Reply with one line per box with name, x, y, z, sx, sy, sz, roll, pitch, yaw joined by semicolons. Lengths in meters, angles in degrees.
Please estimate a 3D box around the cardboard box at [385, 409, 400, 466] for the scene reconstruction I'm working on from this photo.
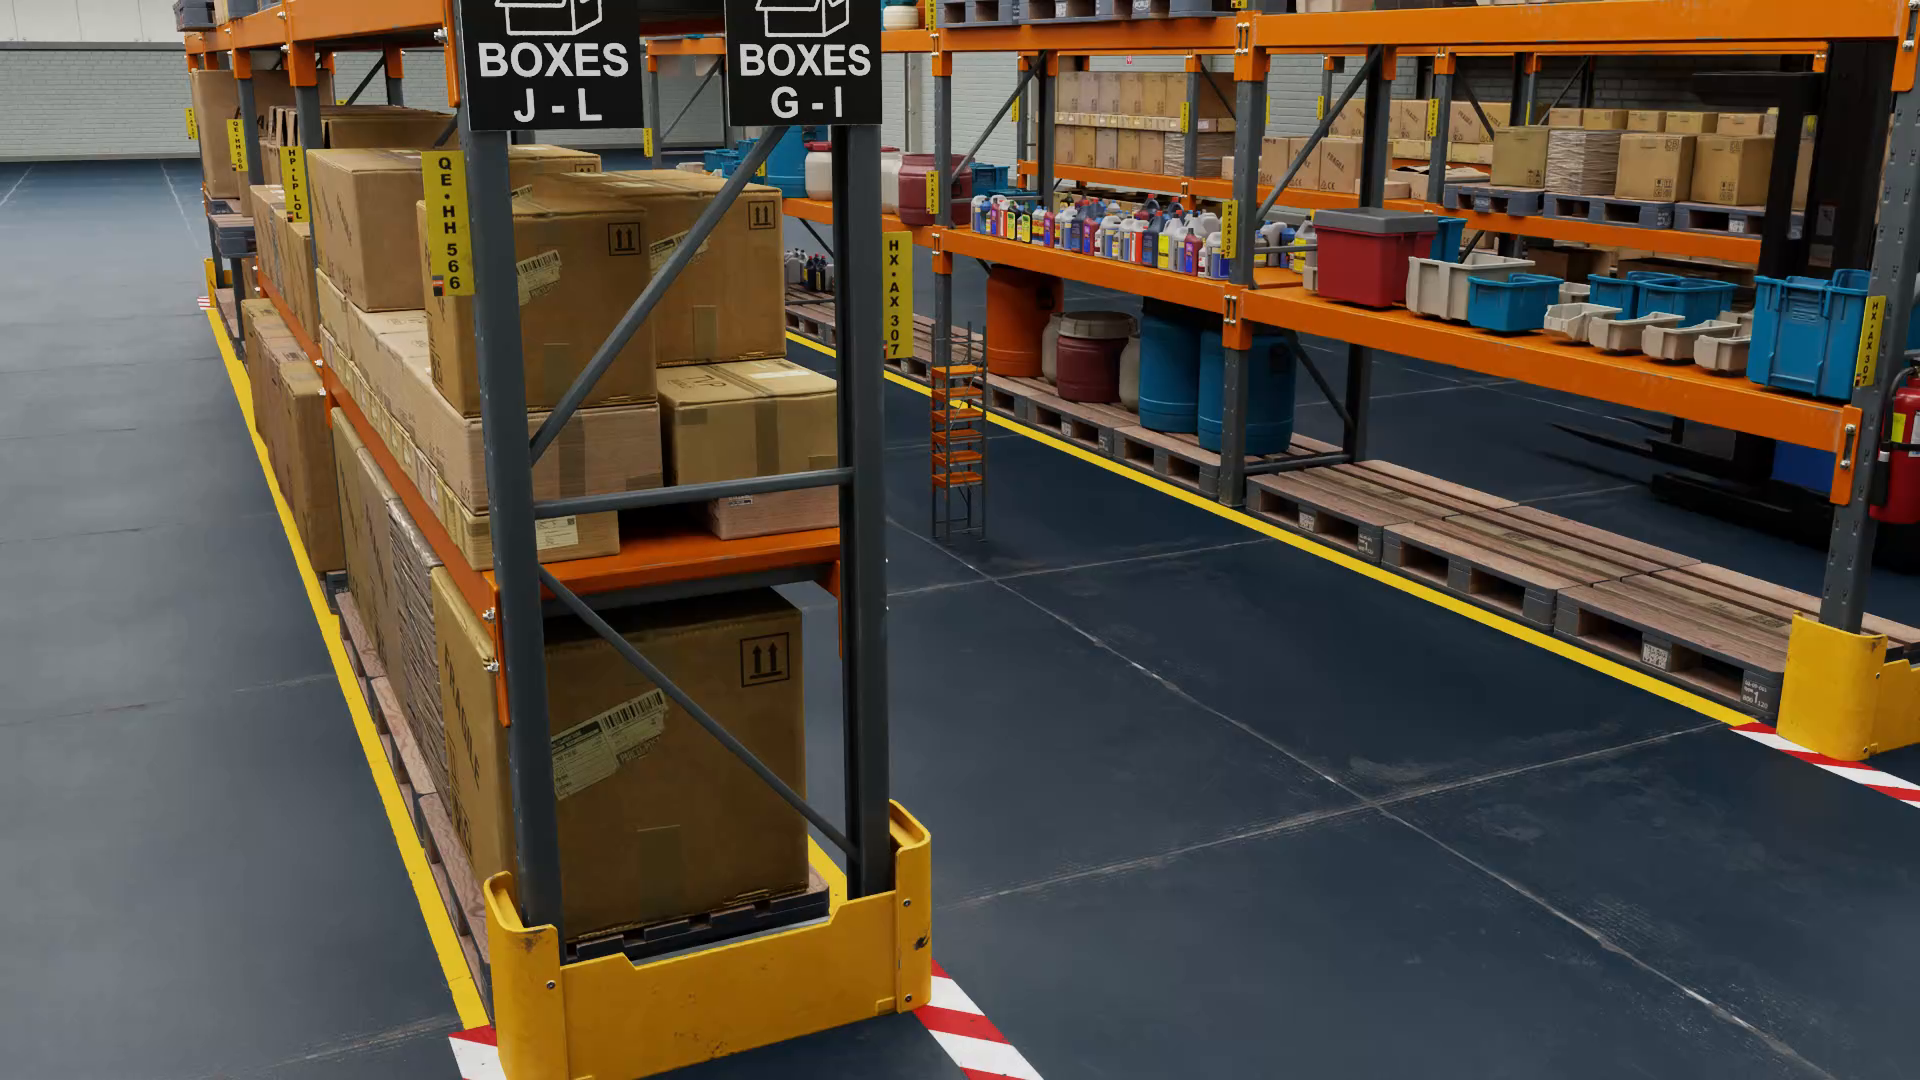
cardboard box;-1.685;-0.357;5.514;0.380;0.149;0.250;-8;18;-25

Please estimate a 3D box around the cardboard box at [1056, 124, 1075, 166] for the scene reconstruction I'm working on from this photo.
cardboard box;1.654;-5.077;21.323;0.700;0.500;0.500;-7;17;-23

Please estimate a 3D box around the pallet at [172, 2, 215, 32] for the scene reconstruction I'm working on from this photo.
pallet;-5.753;-4.273;13.607;1.213;0.211;1.003;-8;18;-25

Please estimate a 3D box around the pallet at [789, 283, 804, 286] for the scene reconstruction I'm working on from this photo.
pallet;-2.270;-2.821;18.697;1.003;0.211;1.213;-8;18;-25

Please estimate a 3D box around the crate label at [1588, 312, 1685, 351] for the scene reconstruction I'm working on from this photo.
crate label;3.004;-0.933;7.433;0.396;0.136;0.243;-8;18;-25

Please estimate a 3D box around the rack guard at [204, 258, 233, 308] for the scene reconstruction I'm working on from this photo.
rack guard;-7.646;-2.859;18.308;1.175;0.500;0.348;-8;18;-25

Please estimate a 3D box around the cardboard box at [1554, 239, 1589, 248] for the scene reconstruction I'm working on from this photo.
cardboard box;7.768;-3.713;20.485;0.700;0.500;0.500;-7;17;-23

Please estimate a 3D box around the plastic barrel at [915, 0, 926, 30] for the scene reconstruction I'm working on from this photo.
plastic barrel;-0.174;-4.735;14.095;0.600;0.830;0.708;-8;18;-25

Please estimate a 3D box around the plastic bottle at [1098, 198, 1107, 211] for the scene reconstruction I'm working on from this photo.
plastic bottle;1.059;-2.448;12.575;0.097;0.271;0.097;0;16;0

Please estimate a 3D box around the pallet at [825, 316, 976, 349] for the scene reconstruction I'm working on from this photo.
pallet;-0.558;-1.853;15.325;1.003;0.211;1.213;-8;18;-25

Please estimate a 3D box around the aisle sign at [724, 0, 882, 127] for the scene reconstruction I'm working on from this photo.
aisle sign;-0.369;-1.380;3.910;0.394;0.787;0.004;-8;18;-25

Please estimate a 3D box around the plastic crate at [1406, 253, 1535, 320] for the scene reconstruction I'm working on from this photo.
plastic crate;2.533;-1.274;8.357;0.437;0.282;0.530;-8;18;-25

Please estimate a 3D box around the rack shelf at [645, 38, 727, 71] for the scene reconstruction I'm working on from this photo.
rack shelf;-2.351;-5.278;18.072;1.077;0.370;4.000;-8;18;-25

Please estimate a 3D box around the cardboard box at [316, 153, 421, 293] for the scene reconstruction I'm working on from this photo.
cardboard box;-2.234;-1.263;6.586;0.500;0.500;0.500;-8;18;-25

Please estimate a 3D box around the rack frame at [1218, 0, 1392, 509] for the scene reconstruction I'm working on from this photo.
rack frame;2.030;-1.703;9.746;1.000;3.000;0.127;-8;18;-25

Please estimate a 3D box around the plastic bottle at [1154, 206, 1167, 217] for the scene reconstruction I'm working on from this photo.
plastic bottle;1.424;-2.220;11.760;0.061;0.283;0.133;-8;18;-25

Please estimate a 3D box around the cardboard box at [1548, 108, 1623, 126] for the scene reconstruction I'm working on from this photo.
cardboard box;7.623;-5.013;20.302;0.700;0.500;0.500;-8;18;-25

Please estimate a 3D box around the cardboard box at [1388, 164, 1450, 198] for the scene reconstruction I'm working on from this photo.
cardboard box;4.514;-3.495;16.152;0.500;0.311;0.500;-8;18;-26

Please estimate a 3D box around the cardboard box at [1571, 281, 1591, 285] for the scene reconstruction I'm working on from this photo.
cardboard box;5.579;-1.970;14.412;0.500;0.500;0.500;-8;18;-27

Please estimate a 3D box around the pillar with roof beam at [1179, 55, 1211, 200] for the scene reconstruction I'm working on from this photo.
pillar with roof beam;0.264;-9.657;26.590;9.100;9.000;0.400;-8;18;-25

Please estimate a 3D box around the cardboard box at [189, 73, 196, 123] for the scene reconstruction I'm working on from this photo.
cardboard box;-7.684;-4.582;17.246;0.500;0.500;0.500;-8;18;-25

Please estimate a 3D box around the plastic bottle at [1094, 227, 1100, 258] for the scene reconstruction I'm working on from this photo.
plastic bottle;0.950;-1.998;11.135;0.097;0.201;0.097;0;16;0

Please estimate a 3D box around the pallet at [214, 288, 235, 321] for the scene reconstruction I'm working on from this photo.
pallet;-7.322;-2.515;17.631;1.003;0.211;1.213;-8;18;-25

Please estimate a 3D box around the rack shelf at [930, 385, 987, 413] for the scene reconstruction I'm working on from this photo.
rack shelf;-0.006;-0.768;9.044;0.258;0.103;0.180;-8;18;-25

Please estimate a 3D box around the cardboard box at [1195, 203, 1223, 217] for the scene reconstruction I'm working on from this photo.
cardboard box;3.058;-3.677;19.492;0.500;0.500;0.500;-8;18;-25

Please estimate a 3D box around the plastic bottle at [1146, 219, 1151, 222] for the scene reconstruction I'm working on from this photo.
plastic bottle;1.231;-1.968;10.905;0.097;0.271;0.097;0;16;0

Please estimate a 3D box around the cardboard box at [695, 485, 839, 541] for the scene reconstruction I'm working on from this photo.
cardboard box;-0.529;-0.120;4.685;0.380;0.149;0.250;-7;18;-24

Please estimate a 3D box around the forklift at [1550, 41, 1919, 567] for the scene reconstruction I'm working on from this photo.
forklift;4.854;-1.629;9.614;1.130;2.935;3.031;-7;17;-22

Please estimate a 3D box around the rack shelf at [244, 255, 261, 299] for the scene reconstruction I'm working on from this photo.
rack shelf;-5.051;-2.246;12.944;1.077;0.370;4.000;-8;18;-25

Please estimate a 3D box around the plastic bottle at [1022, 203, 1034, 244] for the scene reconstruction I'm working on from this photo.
plastic bottle;0.498;-2.281;11.974;0.061;0.283;0.133;-8;18;-25

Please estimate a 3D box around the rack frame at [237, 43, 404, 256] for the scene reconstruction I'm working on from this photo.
rack frame;-4.175;-2.096;11.117;1.000;3.000;0.127;-8;18;-25

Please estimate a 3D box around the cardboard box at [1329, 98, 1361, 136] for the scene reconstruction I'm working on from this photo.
cardboard box;5.617;-6.019;23.662;0.500;0.500;0.500;-8;18;-25

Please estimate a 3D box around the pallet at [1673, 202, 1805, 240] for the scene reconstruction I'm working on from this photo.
pallet;6.232;-2.419;12.592;1.003;0.211;1.213;-8;18;-25

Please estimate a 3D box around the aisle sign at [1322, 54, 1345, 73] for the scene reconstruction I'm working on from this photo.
aisle sign;5.377;-7.107;23.864;0.394;0.787;0.004;-8;18;-25

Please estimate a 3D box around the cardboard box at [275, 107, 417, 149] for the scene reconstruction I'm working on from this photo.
cardboard box;-3.586;-2.281;9.762;0.797;0.503;0.637;-7;18;-24

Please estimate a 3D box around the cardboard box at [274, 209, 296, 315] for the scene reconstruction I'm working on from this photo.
cardboard box;-3.319;-1.487;8.815;0.500;0.500;0.500;-8;18;-26

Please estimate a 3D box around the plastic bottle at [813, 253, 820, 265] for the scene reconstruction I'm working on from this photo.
plastic bottle;-1.538;-2.922;17.999;0.144;0.351;0.185;-8;18;-27

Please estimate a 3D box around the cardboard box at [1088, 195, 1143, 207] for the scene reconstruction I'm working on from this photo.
cardboard box;1.917;-3.984;20.561;0.500;0.500;0.500;-8;18;-25

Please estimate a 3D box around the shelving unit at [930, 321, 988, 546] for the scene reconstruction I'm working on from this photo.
shelving unit;-0.006;-0.580;9.098;0.258;1.200;0.189;-8;18;-25

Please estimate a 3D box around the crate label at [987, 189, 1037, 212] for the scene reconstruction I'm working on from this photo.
crate label;0.430;-2.764;13.747;0.303;0.233;0.416;-8;18;-25

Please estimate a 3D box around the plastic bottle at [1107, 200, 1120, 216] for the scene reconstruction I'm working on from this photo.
plastic bottle;1.144;-2.399;12.407;0.097;0.271;0.097;0;16;0

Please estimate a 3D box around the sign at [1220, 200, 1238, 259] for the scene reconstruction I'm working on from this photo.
sign;1.534;-1.770;9.478;0.100;0.325;0.005;-8;18;-25

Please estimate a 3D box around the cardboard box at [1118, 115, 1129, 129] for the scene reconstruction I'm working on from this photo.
cardboard box;2.113;-5.000;19.880;0.380;0.149;0.250;-7;17;-23

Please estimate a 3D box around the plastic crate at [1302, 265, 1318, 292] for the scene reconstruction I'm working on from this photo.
plastic crate;2.105;-1.472;9.312;0.396;0.136;0.243;-8;18;-25

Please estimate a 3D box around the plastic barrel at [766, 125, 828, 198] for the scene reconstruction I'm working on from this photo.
plastic barrel;-1.578;-3.795;16.128;0.600;0.901;0.708;-8;18;-25

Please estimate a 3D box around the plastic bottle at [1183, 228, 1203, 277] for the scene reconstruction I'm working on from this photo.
plastic bottle;1.424;-1.757;10.147;0.061;0.283;0.133;-8;18;-25

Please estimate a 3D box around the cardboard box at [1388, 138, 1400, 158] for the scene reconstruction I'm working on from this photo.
cardboard box;6.065;-5.399;22.864;0.500;0.250;0.500;-8;18;-26

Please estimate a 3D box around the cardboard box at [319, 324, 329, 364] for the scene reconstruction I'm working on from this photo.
cardboard box;-2.592;-0.870;7.299;0.380;0.149;0.250;-8;18;-25

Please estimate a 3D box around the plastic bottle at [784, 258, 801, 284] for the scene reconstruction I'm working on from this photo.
plastic bottle;-1.847;-2.967;18.292;0.152;0.276;0.135;-8;18;-25

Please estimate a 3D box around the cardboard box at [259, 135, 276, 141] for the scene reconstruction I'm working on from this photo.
cardboard box;-5.085;-2.921;13.042;0.797;0.503;0.637;-6;17;-19

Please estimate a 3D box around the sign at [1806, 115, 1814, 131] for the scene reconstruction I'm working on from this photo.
sign;8.699;-4.342;16.989;0.100;0.325;0.005;-8;18;-25

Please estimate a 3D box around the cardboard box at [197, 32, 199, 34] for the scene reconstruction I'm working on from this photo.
cardboard box;-6.581;-4.670;14.919;0.500;0.250;0.500;-7;18;-24

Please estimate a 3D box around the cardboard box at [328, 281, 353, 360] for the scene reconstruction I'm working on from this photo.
cardboard box;-2.239;-0.903;6.692;0.500;0.250;0.500;-8;18;-25

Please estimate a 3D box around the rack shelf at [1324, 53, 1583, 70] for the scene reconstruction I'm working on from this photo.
rack shelf;6.555;-6.475;22.244;1.077;0.370;4.000;-8;18;-25

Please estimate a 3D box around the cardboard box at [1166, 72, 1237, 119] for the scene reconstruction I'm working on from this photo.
cardboard box;2.779;-5.065;18.929;0.700;0.500;0.500;-8;18;-25
